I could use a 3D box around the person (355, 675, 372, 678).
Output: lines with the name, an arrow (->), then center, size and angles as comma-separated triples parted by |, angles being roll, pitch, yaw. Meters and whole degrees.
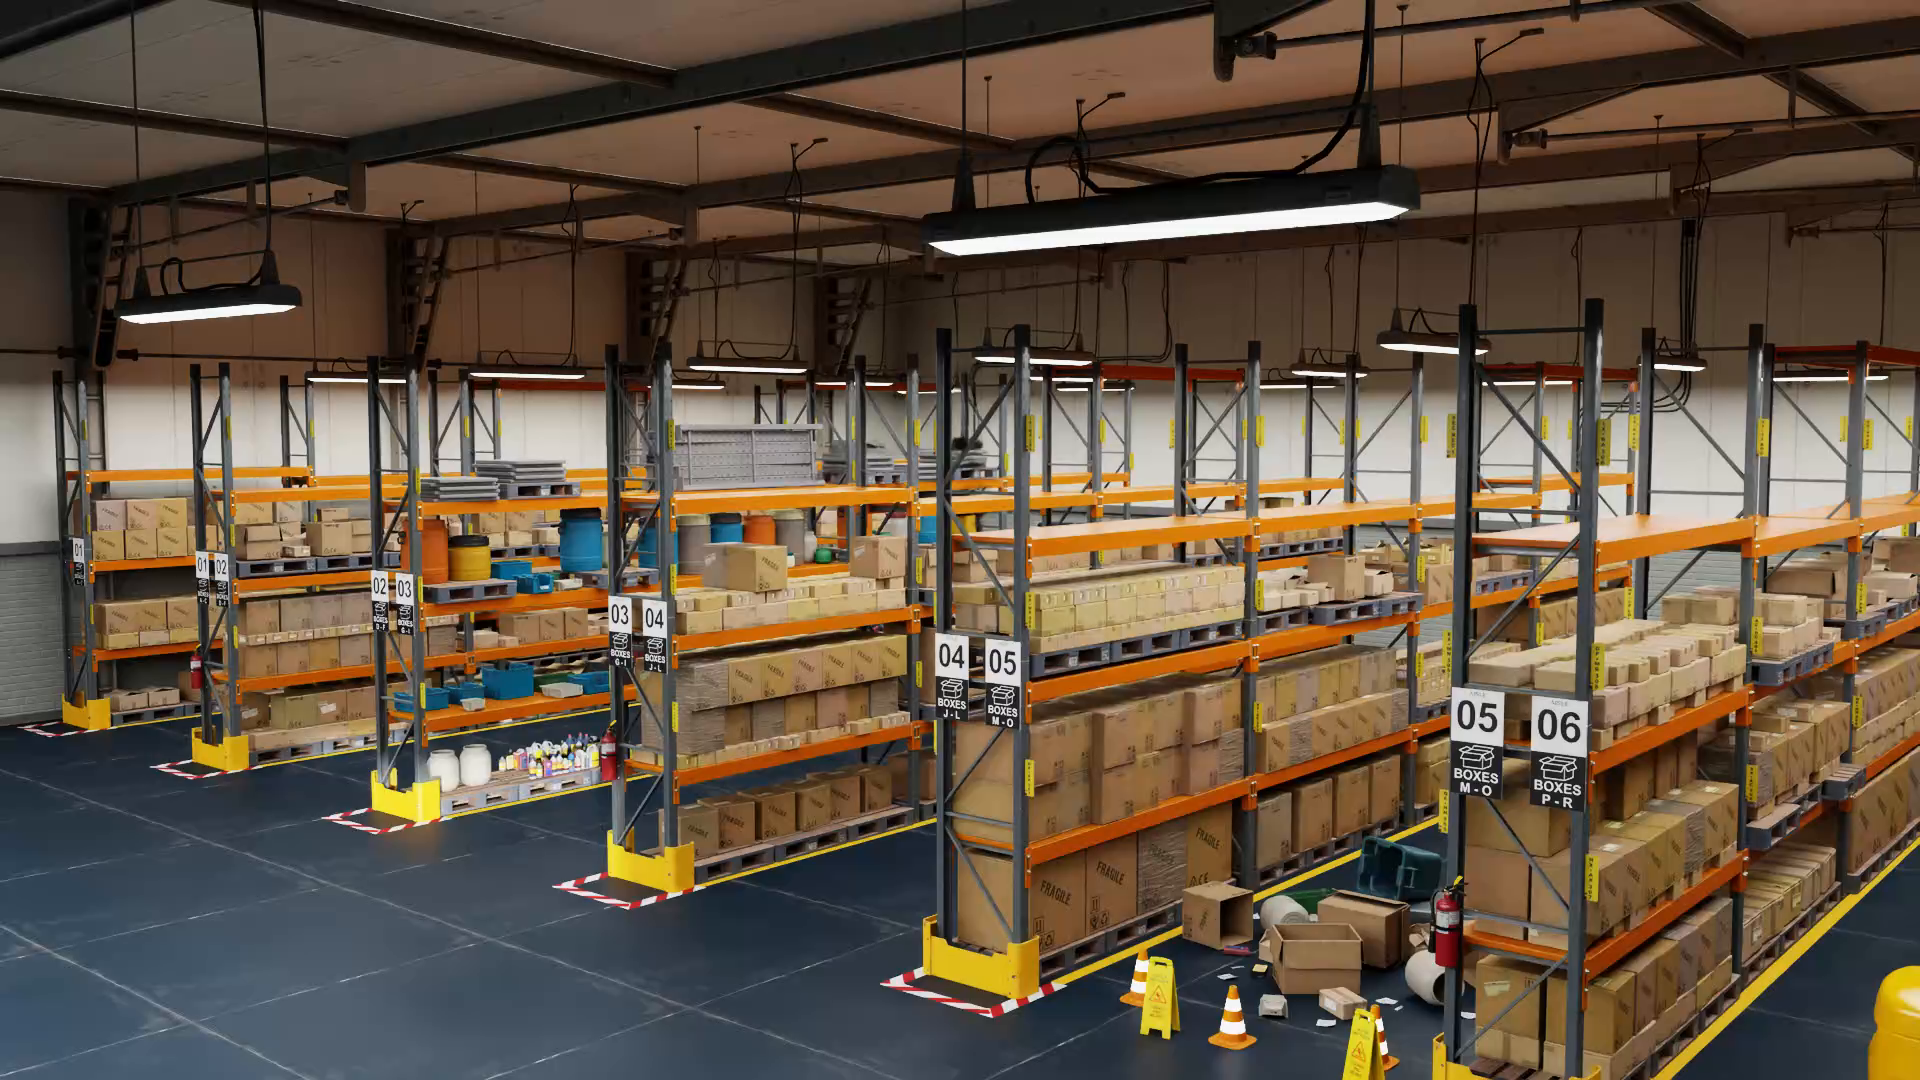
person -> -10.283, 2.259, 28.916 | 0.618, 1.684, 0.761 | 2, 5, 30
